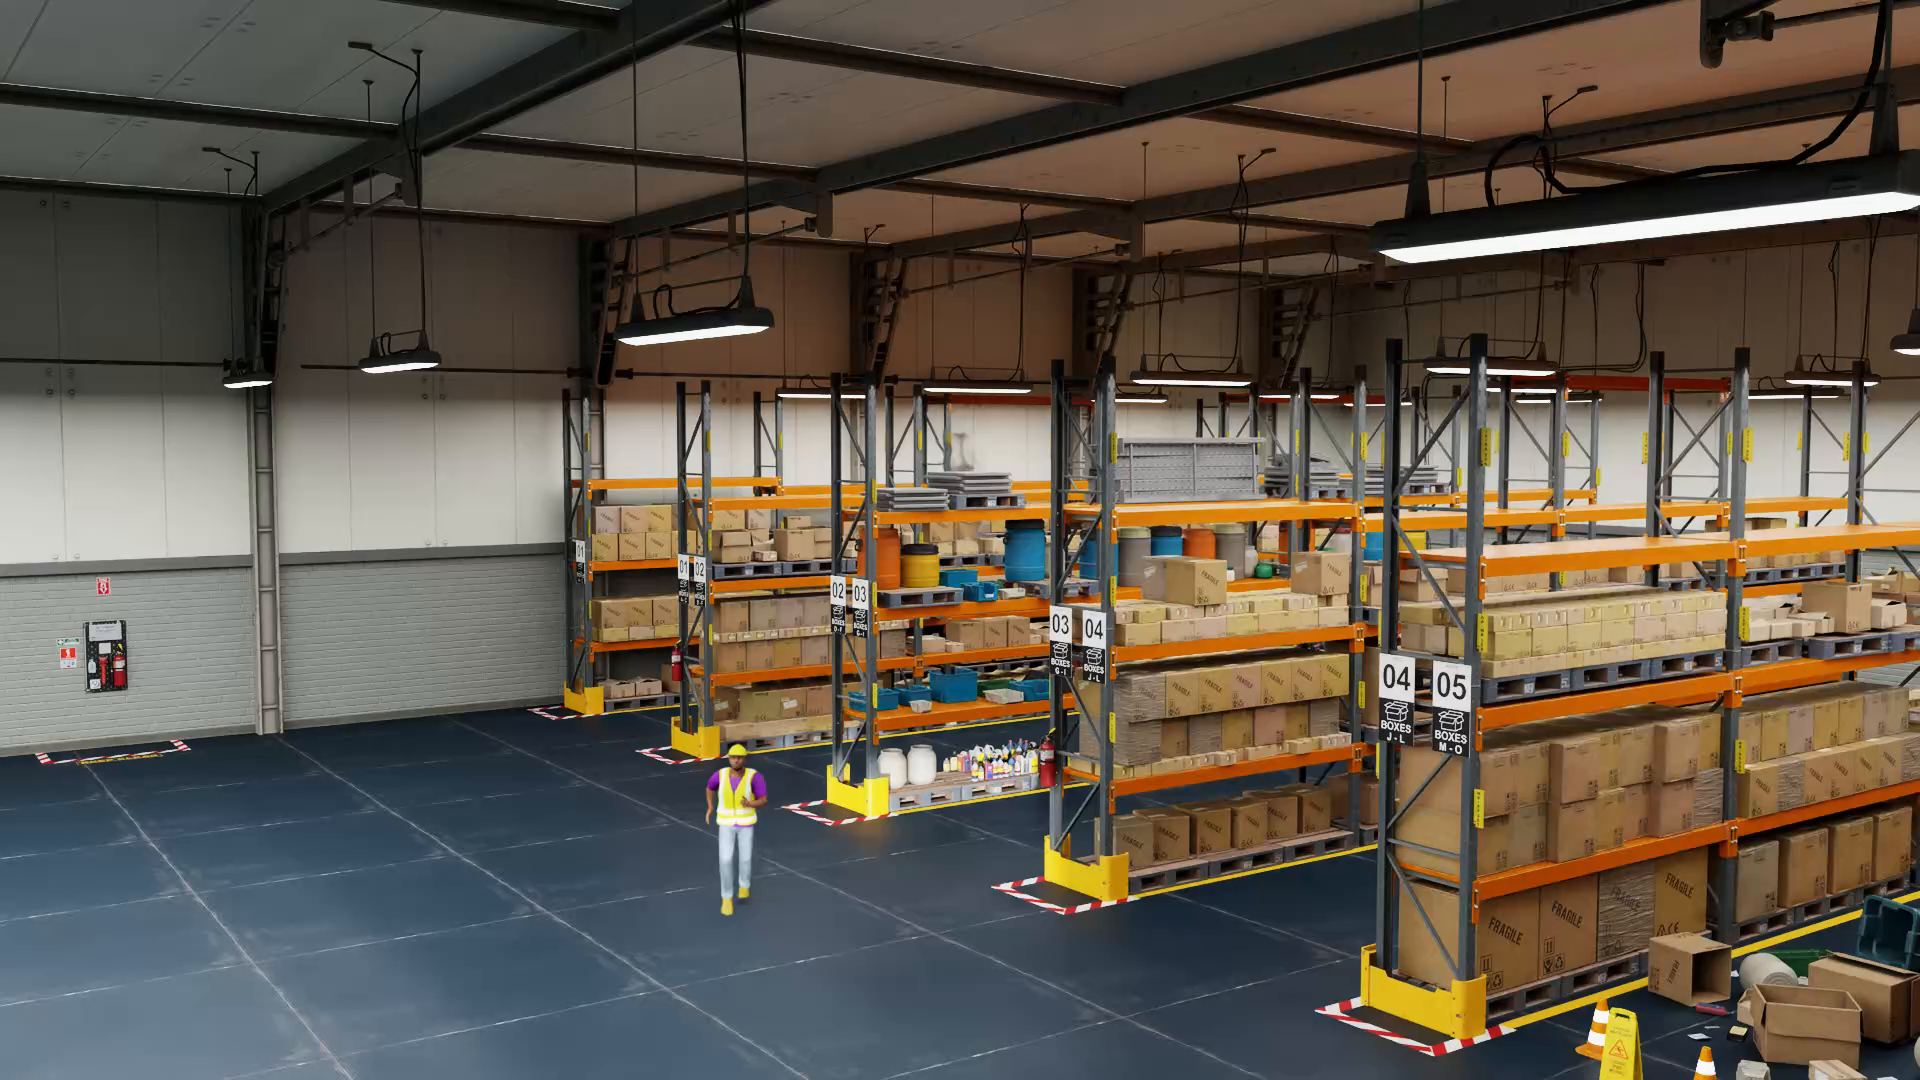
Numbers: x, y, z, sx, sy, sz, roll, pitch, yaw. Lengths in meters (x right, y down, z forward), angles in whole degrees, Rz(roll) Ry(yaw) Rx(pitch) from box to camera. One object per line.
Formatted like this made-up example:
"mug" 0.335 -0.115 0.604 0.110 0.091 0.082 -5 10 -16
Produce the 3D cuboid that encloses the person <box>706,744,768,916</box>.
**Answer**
"person" -2.425 3.126 18.073 0.674 1.832 0.764 0 4 -6

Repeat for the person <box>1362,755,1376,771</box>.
"person" 5.918 2.840 24.011 0.646 1.542 0.550 -3 5 -42
